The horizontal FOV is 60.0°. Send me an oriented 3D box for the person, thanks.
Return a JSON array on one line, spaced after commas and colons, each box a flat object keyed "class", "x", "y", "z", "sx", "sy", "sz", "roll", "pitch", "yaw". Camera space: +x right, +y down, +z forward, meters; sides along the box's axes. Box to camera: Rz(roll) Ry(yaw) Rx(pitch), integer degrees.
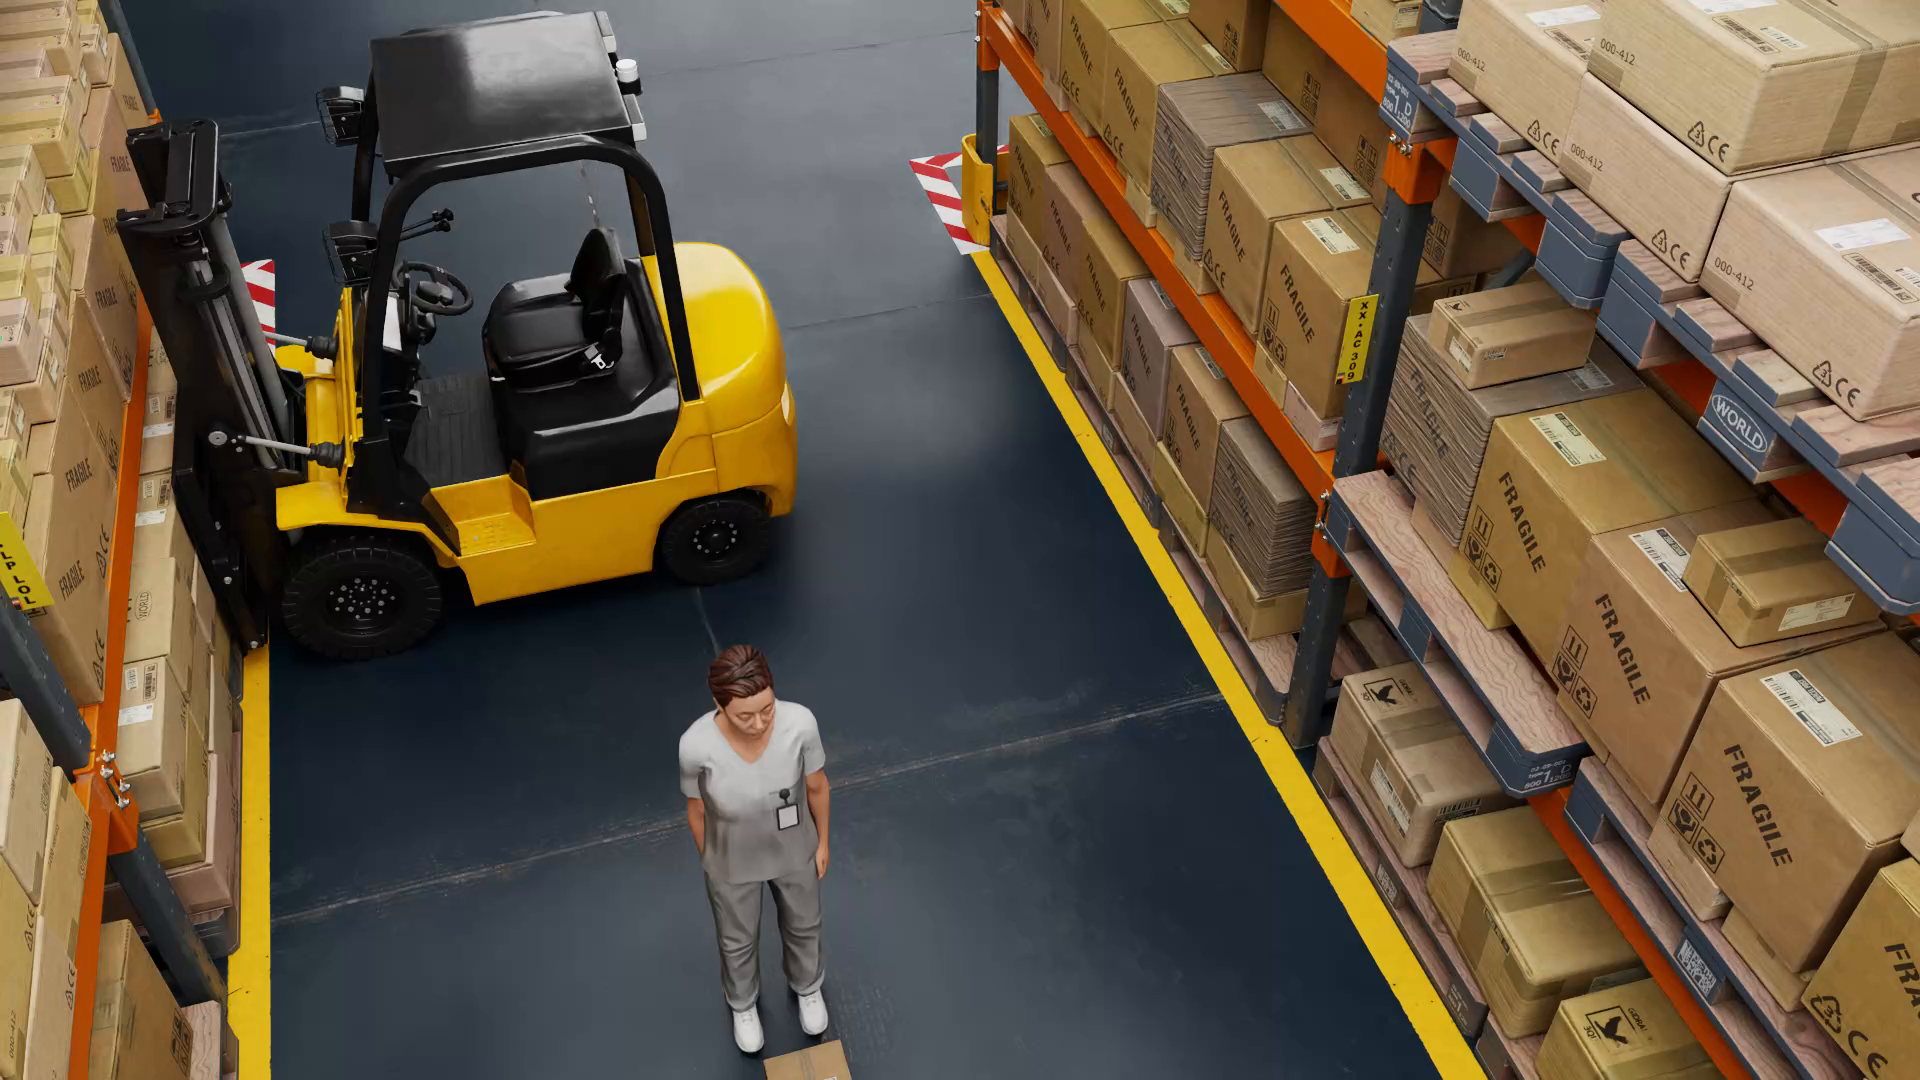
[{"class": "person", "x": -0.603, "y": 0.952, "z": 5.121, "sx": 0.436, "sy": 1.676, "sz": 0.375, "roll": -11, "pitch": 44, "yaw": -12}]
